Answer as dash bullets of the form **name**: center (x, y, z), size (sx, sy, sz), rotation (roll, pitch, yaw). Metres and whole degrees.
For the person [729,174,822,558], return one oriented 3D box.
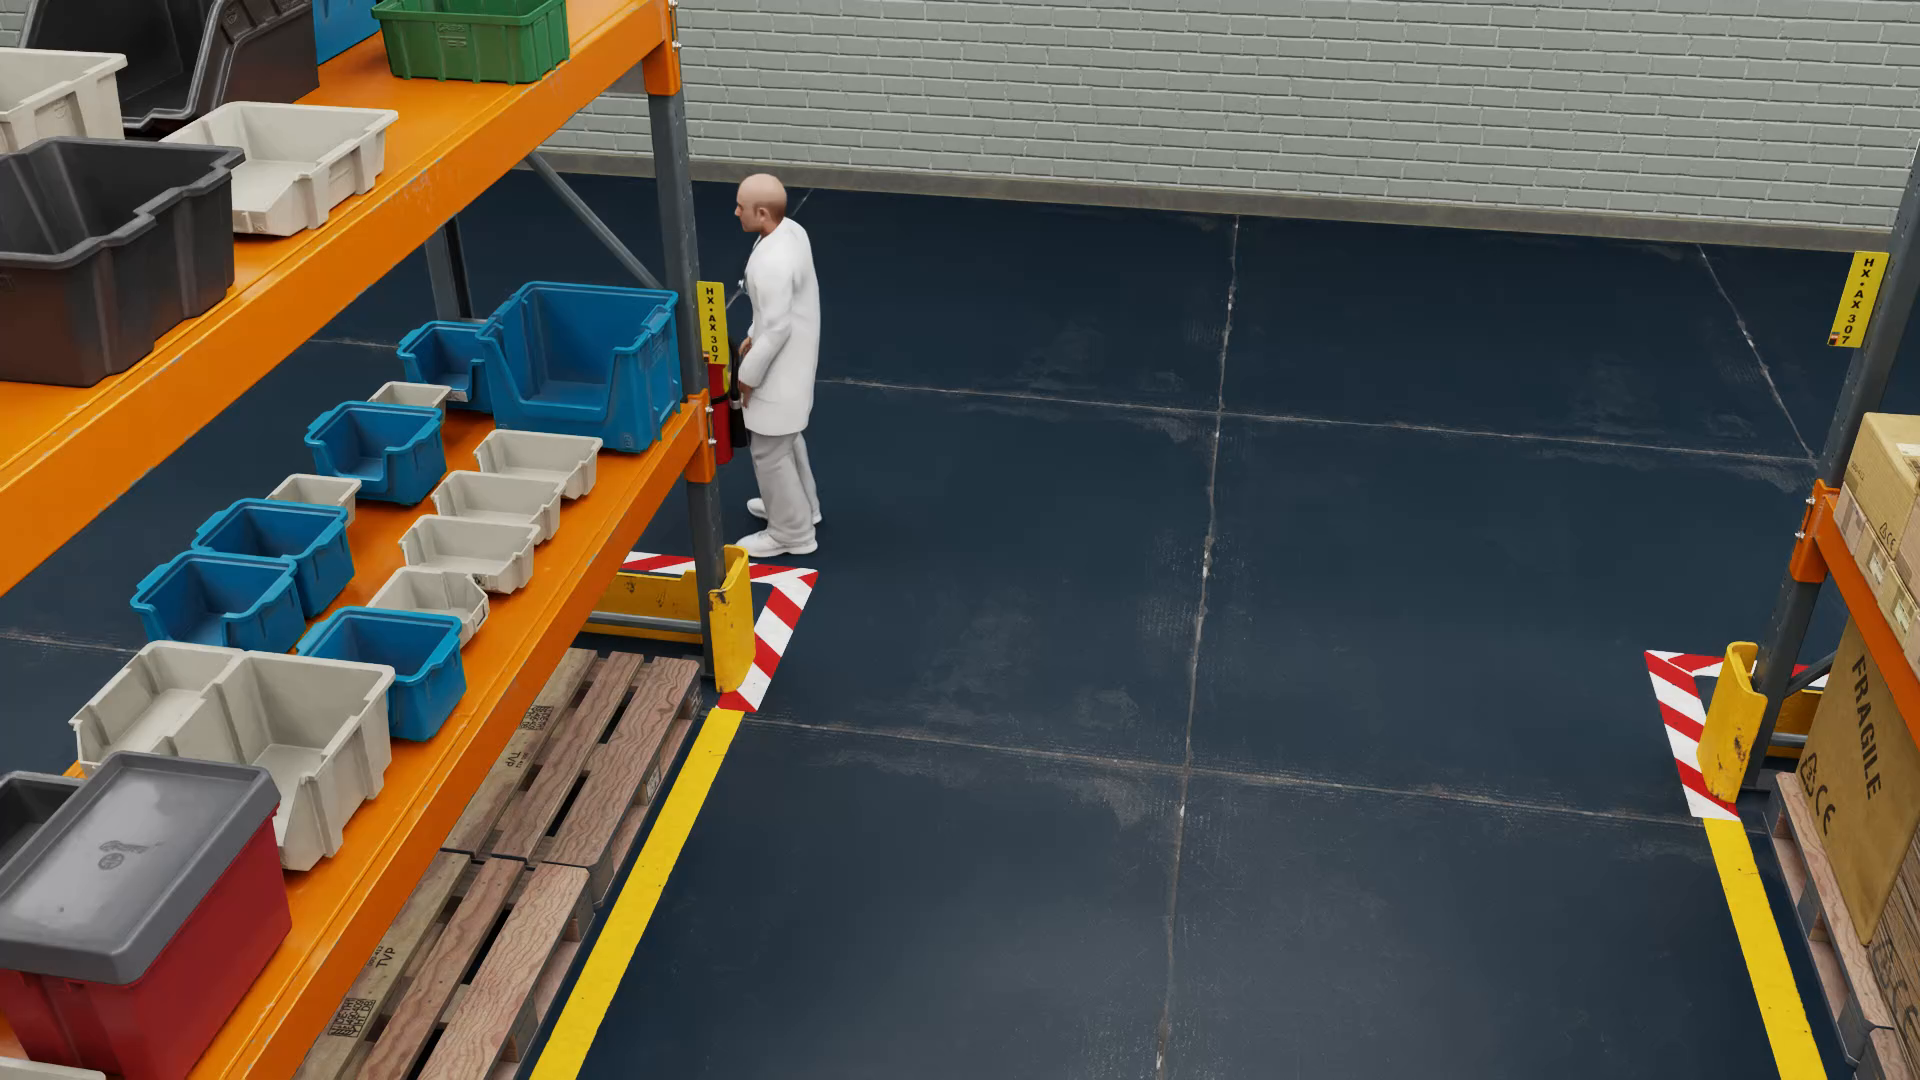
- **person**: center (-0.824, -0.766, 7.374), size (0.424, 1.779, 0.586), rotation (1, 32, 2)
